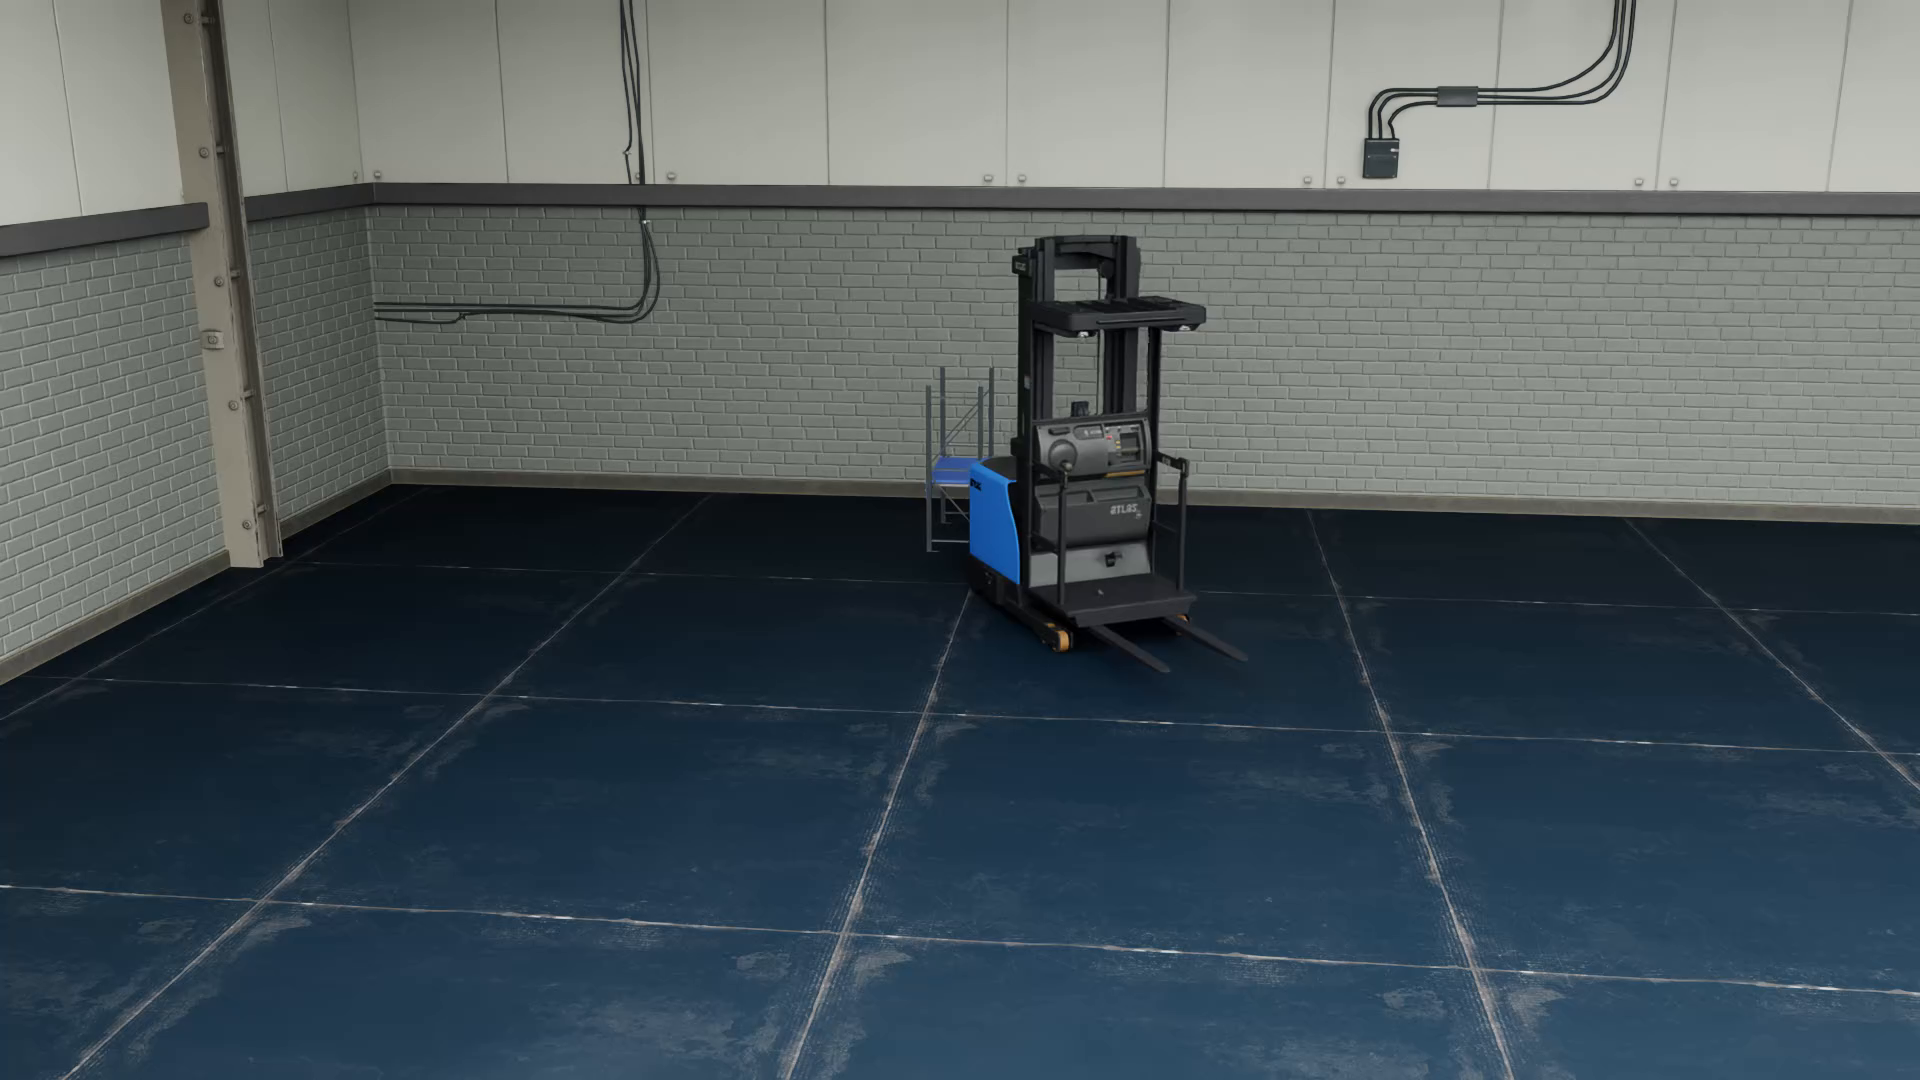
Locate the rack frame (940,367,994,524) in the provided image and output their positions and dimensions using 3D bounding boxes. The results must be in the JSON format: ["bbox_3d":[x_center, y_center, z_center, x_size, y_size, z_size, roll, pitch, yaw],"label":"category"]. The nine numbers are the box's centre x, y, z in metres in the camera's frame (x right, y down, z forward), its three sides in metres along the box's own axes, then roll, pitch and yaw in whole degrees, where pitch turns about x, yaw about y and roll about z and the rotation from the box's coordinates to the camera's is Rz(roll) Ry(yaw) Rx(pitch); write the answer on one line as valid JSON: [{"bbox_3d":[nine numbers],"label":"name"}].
[{"bbox_3d":[0.067,-0.878,15.624,0.500,1.500,0.032,2,15,6],"label":"rack frame"}]

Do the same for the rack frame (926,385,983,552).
[{"bbox_3d":[-0.048,-0.614,14.648,0.500,1.500,0.032,2,15,6],"label":"rack frame"}]

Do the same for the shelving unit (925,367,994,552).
[{"bbox_3d":[0.010,-0.746,15.136,0.538,1.500,1.048,2,15,6],"label":"shelving unit"}]

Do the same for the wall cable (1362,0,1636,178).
[{"bbox_3d":[4.904,-6.244,14.587,2.305,6.003,0.169,2,15,6],"label":"wall cable"}]

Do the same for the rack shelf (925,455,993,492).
[{"bbox_3d":[0.010,-0.572,15.183,0.538,0.185,1.000,2,15,6],"label":"rack shelf"}]

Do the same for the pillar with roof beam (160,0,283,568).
[{"bbox_3d":[-1.896,-4.034,12.930,9.100,9.000,0.400,2,15,6],"label":"pillar with roof beam"}]

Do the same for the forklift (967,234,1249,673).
[{"bbox_3d":[1.090,-0.714,12.276,1.130,2.935,3.031,-6,16,-22],"label":"forklift"}]

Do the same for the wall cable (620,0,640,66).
[{"bbox_3d":[-1.839,-5.745,15.532,3.097,2.526,0.112,2,15,6],"label":"wall cable"}]

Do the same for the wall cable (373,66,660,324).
[{"bbox_3d":[-4.527,-3.387,16.486,3.097,2.526,0.112,2,15,6],"label":"wall cable"}]
